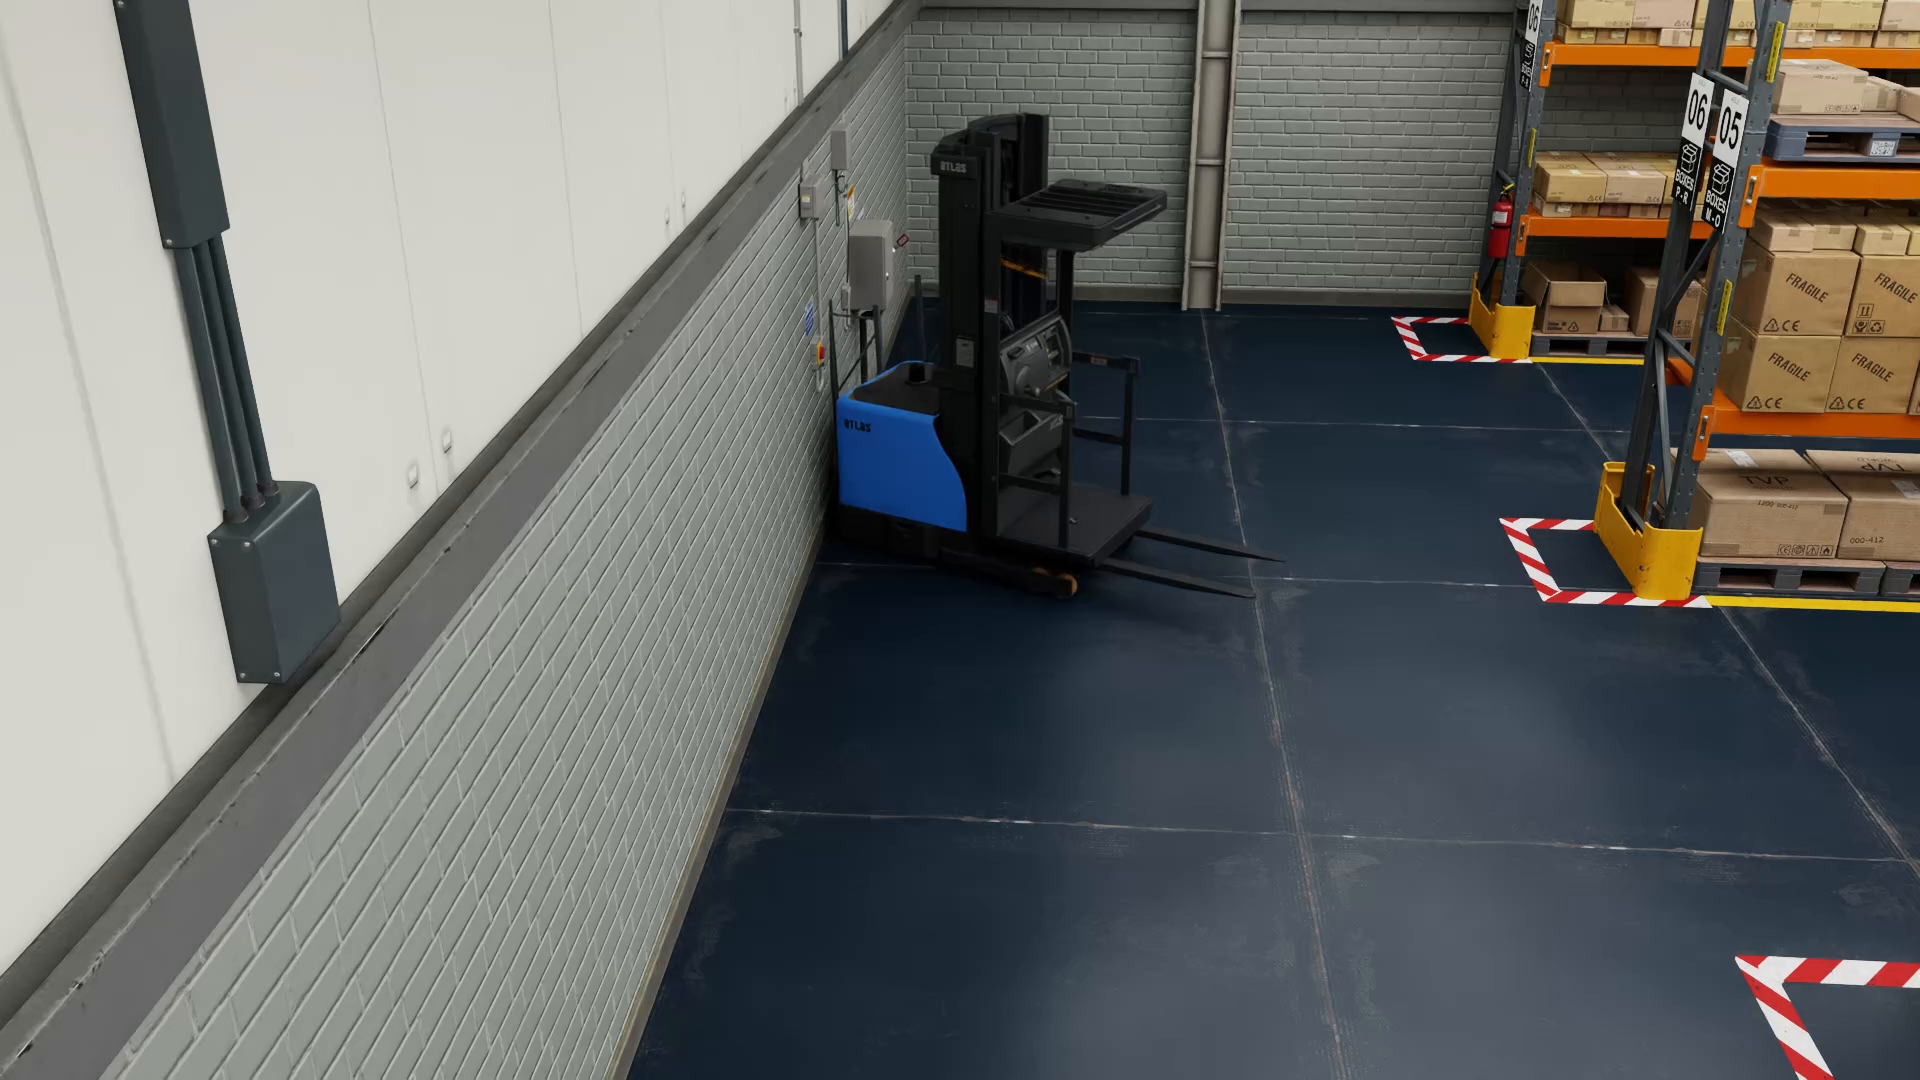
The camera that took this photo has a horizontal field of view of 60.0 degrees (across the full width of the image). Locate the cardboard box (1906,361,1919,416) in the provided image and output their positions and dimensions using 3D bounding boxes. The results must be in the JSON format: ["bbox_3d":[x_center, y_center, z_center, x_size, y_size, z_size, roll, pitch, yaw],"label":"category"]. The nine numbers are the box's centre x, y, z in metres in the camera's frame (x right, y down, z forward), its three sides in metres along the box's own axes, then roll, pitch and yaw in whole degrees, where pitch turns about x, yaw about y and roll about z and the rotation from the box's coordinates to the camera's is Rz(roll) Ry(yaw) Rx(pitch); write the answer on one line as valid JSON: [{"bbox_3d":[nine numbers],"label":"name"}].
[{"bbox_3d":[6.155,-1.094,10.419,0.500,0.500,0.500,2,25,4],"label":"cardboard box"}]

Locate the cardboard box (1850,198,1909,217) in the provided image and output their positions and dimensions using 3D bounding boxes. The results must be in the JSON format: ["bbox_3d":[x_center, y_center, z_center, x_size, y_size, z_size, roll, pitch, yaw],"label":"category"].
[{"bbox_3d":[5.826,-2.082,10.594,0.250,0.149,0.380,2,25,5],"label":"cardboard box"}]

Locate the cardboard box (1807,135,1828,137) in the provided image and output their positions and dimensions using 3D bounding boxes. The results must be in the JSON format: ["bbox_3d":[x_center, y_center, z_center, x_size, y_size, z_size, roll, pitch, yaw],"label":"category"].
[{"bbox_3d":[7.586,-3.719,15.170,0.500,0.500,0.500,1,25,3],"label":"cardboard box"}]

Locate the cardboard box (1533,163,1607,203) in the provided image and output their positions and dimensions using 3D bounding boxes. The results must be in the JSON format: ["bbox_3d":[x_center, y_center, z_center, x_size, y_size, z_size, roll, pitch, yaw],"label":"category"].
[{"bbox_3d":[5.494,-3.221,14.985,0.500,0.250,0.500,2,25,4],"label":"cardboard box"}]

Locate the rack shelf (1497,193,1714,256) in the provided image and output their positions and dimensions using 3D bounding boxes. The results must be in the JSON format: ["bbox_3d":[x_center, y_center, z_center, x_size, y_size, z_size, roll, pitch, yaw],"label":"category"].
[{"bbox_3d":[7.057,-2.890,15.303,4.000,0.370,1.077,2,25,4],"label":"rack shelf"}]

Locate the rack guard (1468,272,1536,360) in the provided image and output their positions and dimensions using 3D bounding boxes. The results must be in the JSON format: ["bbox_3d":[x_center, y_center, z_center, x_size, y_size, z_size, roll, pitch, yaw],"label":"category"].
[{"bbox_3d":[5.138,-2.143,15.808,0.348,0.500,1.175,2,25,4],"label":"rack guard"}]

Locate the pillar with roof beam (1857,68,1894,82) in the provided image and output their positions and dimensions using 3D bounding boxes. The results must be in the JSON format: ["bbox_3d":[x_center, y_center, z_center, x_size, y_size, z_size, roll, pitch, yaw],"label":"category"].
[{"bbox_3d":[8.096,-4.482,10.724,0.400,9.000,9.100,2,25,4],"label":"pillar with roof beam"}]

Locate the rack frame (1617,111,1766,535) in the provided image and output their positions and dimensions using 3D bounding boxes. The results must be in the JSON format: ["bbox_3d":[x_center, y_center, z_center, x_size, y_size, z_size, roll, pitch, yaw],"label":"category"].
[{"bbox_3d":[4.686,-1.212,10.795,0.127,3.000,1.000,2,25,4],"label":"rack frame"}]

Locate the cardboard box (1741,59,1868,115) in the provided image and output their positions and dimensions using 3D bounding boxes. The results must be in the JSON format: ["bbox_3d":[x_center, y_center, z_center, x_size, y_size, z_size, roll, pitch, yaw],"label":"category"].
[{"bbox_3d":[5.142,-2.766,10.141,0.500,0.250,0.500,0,25,-1],"label":"cardboard box"}]

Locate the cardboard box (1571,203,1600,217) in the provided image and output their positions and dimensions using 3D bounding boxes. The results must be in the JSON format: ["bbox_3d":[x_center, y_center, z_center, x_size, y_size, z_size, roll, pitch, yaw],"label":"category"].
[{"bbox_3d":[5.626,-3.053,15.097,0.250,0.149,0.380,2,25,5],"label":"cardboard box"}]

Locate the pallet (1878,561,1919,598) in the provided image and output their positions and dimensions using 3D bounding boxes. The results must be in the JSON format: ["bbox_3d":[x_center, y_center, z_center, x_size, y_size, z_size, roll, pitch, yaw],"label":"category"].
[{"bbox_3d":[6.702,0.088,11.306,1.213,0.211,1.003,2,25,4],"label":"pallet"}]

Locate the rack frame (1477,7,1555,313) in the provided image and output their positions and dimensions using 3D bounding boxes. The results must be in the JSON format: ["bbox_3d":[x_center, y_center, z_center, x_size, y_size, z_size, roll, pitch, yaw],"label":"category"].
[{"bbox_3d":[5.062,-3.281,15.291,0.127,3.000,1.000,2,25,4],"label":"rack frame"}]

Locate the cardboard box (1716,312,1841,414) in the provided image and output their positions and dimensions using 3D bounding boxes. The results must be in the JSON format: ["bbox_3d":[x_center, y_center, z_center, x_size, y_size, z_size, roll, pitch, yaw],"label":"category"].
[{"bbox_3d":[5.143,-1.122,10.481,0.500,0.500,0.500,2,25,4],"label":"cardboard box"}]

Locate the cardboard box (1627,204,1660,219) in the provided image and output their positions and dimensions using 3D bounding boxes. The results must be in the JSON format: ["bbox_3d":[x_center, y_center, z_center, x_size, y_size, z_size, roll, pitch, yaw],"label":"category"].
[{"bbox_3d":[6.138,-3.025,15.037,0.250,0.149,0.380,3,25,6],"label":"cardboard box"}]

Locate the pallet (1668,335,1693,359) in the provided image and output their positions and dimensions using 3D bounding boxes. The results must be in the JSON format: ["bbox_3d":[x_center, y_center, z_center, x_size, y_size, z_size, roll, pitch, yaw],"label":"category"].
[{"bbox_3d":[7.146,-1.946,15.727,1.213,0.211,1.003,2,25,4],"label":"pallet"}]

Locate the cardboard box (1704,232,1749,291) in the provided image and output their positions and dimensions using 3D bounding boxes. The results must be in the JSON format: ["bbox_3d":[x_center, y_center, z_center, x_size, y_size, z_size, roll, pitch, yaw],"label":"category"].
[{"bbox_3d":[5.185,-1.795,10.747,0.500,0.500,0.500,3,25,6],"label":"cardboard box"}]

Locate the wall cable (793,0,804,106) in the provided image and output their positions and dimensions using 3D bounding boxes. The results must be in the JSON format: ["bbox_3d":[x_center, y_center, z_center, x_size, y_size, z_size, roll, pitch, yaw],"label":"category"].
[{"bbox_3d":[-1.007,-4.002,9.681,0.029,3.000,0.463,2,25,4],"label":"wall cable"}]

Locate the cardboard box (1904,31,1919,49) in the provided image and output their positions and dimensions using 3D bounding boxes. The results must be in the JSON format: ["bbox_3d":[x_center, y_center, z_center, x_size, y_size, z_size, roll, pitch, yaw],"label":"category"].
[{"bbox_3d":[8.159,-4.311,14.242,0.250,0.149,0.380,3,25,6],"label":"cardboard box"}]

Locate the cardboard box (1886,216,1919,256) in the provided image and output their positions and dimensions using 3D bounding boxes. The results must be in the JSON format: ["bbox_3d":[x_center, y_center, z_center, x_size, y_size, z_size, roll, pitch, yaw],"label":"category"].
[{"bbox_3d":[5.800,-1.844,10.076,0.250,0.149,0.380,1,25,2],"label":"cardboard box"}]

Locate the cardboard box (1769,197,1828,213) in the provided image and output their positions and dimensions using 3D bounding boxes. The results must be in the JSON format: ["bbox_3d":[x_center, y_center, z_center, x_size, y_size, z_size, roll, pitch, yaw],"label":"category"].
[{"bbox_3d":[5.314,-2.080,10.590,0.250,0.149,0.380,2,25,5],"label":"cardboard box"}]

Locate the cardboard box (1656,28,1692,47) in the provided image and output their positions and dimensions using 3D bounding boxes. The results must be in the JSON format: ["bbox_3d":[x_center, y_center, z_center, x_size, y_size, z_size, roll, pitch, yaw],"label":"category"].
[{"bbox_3d":[6.121,-4.358,14.346,0.250,0.149,0.380,2,25,5],"label":"cardboard box"}]

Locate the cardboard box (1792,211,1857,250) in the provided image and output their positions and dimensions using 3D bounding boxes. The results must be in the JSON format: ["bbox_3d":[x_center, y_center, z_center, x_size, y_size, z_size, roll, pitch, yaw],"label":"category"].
[{"bbox_3d":[5.286,-1.901,10.200,0.250,0.149,0.380,2,25,5],"label":"cardboard box"}]

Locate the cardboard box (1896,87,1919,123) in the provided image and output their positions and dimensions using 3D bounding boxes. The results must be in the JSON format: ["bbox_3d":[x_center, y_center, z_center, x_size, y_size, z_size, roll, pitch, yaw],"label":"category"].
[{"bbox_3d":[5.753,-2.566,9.828,0.250,0.149,0.380,3,25,6],"label":"cardboard box"}]

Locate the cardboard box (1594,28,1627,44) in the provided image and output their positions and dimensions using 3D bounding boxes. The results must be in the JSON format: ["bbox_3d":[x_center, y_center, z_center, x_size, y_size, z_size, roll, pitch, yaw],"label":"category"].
[{"bbox_3d":[5.626,-4.425,14.489,0.250,0.149,0.380,2,25,5],"label":"cardboard box"}]

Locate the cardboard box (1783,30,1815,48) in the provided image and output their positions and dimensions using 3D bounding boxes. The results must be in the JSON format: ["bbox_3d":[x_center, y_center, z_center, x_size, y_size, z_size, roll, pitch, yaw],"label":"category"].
[{"bbox_3d":[7.132,-4.327,14.276,0.250,0.149,0.380,2,25,5],"label":"cardboard box"}]

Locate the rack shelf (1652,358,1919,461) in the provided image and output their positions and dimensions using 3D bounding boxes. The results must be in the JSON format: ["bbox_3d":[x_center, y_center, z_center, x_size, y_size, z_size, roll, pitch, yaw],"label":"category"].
[{"bbox_3d":[6.680,-0.821,10.806,4.000,0.370,1.077,2,25,4],"label":"rack shelf"}]

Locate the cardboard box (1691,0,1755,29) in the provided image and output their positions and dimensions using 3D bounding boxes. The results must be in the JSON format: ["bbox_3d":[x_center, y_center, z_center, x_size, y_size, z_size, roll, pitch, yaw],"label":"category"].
[{"bbox_3d":[6.502,-4.553,14.291,0.500,0.250,0.500,1,25,2],"label":"cardboard box"}]

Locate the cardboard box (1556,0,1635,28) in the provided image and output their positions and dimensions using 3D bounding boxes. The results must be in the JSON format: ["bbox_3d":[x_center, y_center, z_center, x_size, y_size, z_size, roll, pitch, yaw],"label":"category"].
[{"bbox_3d":[5.484,-4.582,14.355,0.500,0.250,0.500,2,25,3],"label":"cardboard box"}]

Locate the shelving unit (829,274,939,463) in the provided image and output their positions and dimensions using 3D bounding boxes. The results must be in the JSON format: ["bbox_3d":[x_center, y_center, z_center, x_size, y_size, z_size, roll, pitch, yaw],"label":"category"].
[{"bbox_3d":[-0.415,-1.126,12.399,0.538,1.500,1.048,12,24,36],"label":"shelving unit"}]

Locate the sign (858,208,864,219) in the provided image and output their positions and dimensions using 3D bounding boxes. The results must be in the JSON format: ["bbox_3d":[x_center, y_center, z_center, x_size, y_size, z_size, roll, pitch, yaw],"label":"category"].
[{"bbox_3d":[-0.800,-2.423,13.540,0.001,0.494,0.329,2,25,4],"label":"sign"}]

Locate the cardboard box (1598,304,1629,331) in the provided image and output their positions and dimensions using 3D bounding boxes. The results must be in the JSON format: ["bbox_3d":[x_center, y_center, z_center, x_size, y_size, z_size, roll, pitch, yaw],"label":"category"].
[{"bbox_3d":[6.086,-2.087,15.606,0.250,0.149,0.380,1,25,2],"label":"cardboard box"}]

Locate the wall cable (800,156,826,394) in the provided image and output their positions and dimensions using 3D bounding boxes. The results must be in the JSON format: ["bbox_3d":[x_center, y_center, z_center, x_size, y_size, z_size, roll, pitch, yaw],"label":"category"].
[{"bbox_3d":[-0.938,-1.858,10.947,0.123,1.953,0.585,2,25,4],"label":"wall cable"}]

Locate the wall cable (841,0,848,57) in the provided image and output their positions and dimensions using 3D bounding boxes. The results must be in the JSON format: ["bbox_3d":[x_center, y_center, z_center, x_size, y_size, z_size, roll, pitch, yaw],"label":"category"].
[{"bbox_3d":[-0.696,-5.492,12.875,0.133,3.039,2.988,2,25,4],"label":"wall cable"}]

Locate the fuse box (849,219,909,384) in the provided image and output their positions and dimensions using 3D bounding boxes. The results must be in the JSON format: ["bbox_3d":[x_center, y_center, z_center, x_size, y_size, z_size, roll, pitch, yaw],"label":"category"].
[{"bbox_3d":[-0.632,-1.668,13.328,0.414,1.711,0.539,2,25,4],"label":"fuse box"}]

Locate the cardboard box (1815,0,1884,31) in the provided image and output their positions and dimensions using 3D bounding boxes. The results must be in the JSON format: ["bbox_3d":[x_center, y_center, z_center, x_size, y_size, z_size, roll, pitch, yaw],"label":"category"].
[{"bbox_3d":[7.521,-4.527,14.235,0.500,0.250,0.500,2,25,5],"label":"cardboard box"}]

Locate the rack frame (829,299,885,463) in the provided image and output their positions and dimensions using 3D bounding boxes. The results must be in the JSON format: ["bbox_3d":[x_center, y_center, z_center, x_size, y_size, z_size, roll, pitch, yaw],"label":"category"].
[{"bbox_3d":[-0.727,-0.979,12.026,0.500,1.500,0.032,12,24,36],"label":"rack frame"}]

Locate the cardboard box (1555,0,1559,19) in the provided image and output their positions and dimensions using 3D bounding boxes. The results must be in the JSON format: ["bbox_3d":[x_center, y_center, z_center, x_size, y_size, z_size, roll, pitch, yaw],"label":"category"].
[{"bbox_3d":[5.527,-4.809,14.849,0.500,0.250,0.500,1,25,3],"label":"cardboard box"}]

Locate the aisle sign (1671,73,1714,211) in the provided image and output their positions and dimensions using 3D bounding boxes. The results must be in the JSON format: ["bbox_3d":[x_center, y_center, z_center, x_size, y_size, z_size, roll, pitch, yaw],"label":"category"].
[{"bbox_3d":[4.638,-2.524,10.537,0.004,0.787,0.394,2,25,4],"label":"aisle sign"}]

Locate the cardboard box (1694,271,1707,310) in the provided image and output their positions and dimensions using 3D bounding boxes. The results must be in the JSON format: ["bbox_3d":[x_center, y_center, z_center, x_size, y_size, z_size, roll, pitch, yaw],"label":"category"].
[{"bbox_3d":[7.034,-2.175,15.376,0.500,0.500,0.500,2,25,5],"label":"cardboard box"}]

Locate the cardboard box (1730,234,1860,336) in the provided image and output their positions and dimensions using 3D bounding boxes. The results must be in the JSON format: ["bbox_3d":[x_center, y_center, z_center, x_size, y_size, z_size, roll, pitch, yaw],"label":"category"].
[{"bbox_3d":[5.143,-1.577,10.274,0.500,0.500,0.500,1,25,3],"label":"cardboard box"}]

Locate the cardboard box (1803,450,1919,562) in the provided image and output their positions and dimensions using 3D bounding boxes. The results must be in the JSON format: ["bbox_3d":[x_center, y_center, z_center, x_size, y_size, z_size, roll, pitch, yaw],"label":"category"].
[{"bbox_3d":[6.265,-0.233,11.231,0.875,0.438,0.875,2,25,5],"label":"cardboard box"}]

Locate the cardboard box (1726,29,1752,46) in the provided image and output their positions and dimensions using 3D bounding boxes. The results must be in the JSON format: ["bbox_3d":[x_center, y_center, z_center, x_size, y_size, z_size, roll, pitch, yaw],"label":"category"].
[{"bbox_3d":[6.634,-4.371,14.373,0.250,0.149,0.380,2,25,3],"label":"cardboard box"}]

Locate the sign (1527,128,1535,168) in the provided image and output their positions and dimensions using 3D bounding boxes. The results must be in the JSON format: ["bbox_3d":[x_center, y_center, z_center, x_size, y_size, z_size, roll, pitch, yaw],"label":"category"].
[{"bbox_3d":[5.021,-3.448,14.619,0.005,0.325,0.100,2,25,4],"label":"sign"}]

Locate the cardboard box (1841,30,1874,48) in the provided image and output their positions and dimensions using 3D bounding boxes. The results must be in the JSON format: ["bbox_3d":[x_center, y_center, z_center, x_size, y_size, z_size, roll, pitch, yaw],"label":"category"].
[{"bbox_3d":[7.650,-4.341,14.309,0.250,0.149,0.380,3,25,6],"label":"cardboard box"}]

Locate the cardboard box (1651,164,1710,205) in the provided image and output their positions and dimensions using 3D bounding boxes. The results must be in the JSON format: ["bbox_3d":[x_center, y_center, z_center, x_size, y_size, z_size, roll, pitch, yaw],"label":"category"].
[{"bbox_3d":[6.503,-3.190,14.918,0.500,0.250,0.500,1,25,3],"label":"cardboard box"}]

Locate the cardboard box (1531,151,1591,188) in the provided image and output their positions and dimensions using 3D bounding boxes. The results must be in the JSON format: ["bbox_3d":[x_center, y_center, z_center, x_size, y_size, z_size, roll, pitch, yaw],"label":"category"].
[{"bbox_3d":[5.541,-3.444,15.469,0.500,0.250,0.500,3,25,6],"label":"cardboard box"}]

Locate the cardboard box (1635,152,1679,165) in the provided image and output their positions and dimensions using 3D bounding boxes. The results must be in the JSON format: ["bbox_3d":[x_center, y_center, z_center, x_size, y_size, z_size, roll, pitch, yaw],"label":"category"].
[{"bbox_3d":[6.549,-3.409,15.393,0.500,0.250,0.500,3,25,6],"label":"cardboard box"}]

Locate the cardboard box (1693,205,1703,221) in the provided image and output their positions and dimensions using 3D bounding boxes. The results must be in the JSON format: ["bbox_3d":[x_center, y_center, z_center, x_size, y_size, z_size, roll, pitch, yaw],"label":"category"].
[{"bbox_3d":[6.650,-2.980,14.938,0.250,0.149,0.380,1,25,2],"label":"cardboard box"}]

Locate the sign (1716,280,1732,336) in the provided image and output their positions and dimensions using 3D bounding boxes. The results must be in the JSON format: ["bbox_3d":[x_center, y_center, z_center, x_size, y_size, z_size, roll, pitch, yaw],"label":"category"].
[{"bbox_3d":[4.638,-1.410,10.095,0.005,0.325,0.100,2,25,4],"label":"sign"}]

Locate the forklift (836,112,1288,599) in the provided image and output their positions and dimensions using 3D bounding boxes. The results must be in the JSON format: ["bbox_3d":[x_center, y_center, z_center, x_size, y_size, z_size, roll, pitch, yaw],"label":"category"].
[{"bbox_3d":[0.679,-1.196,10.843,3.031,2.935,1.130,13,28,26],"label":"forklift"}]
